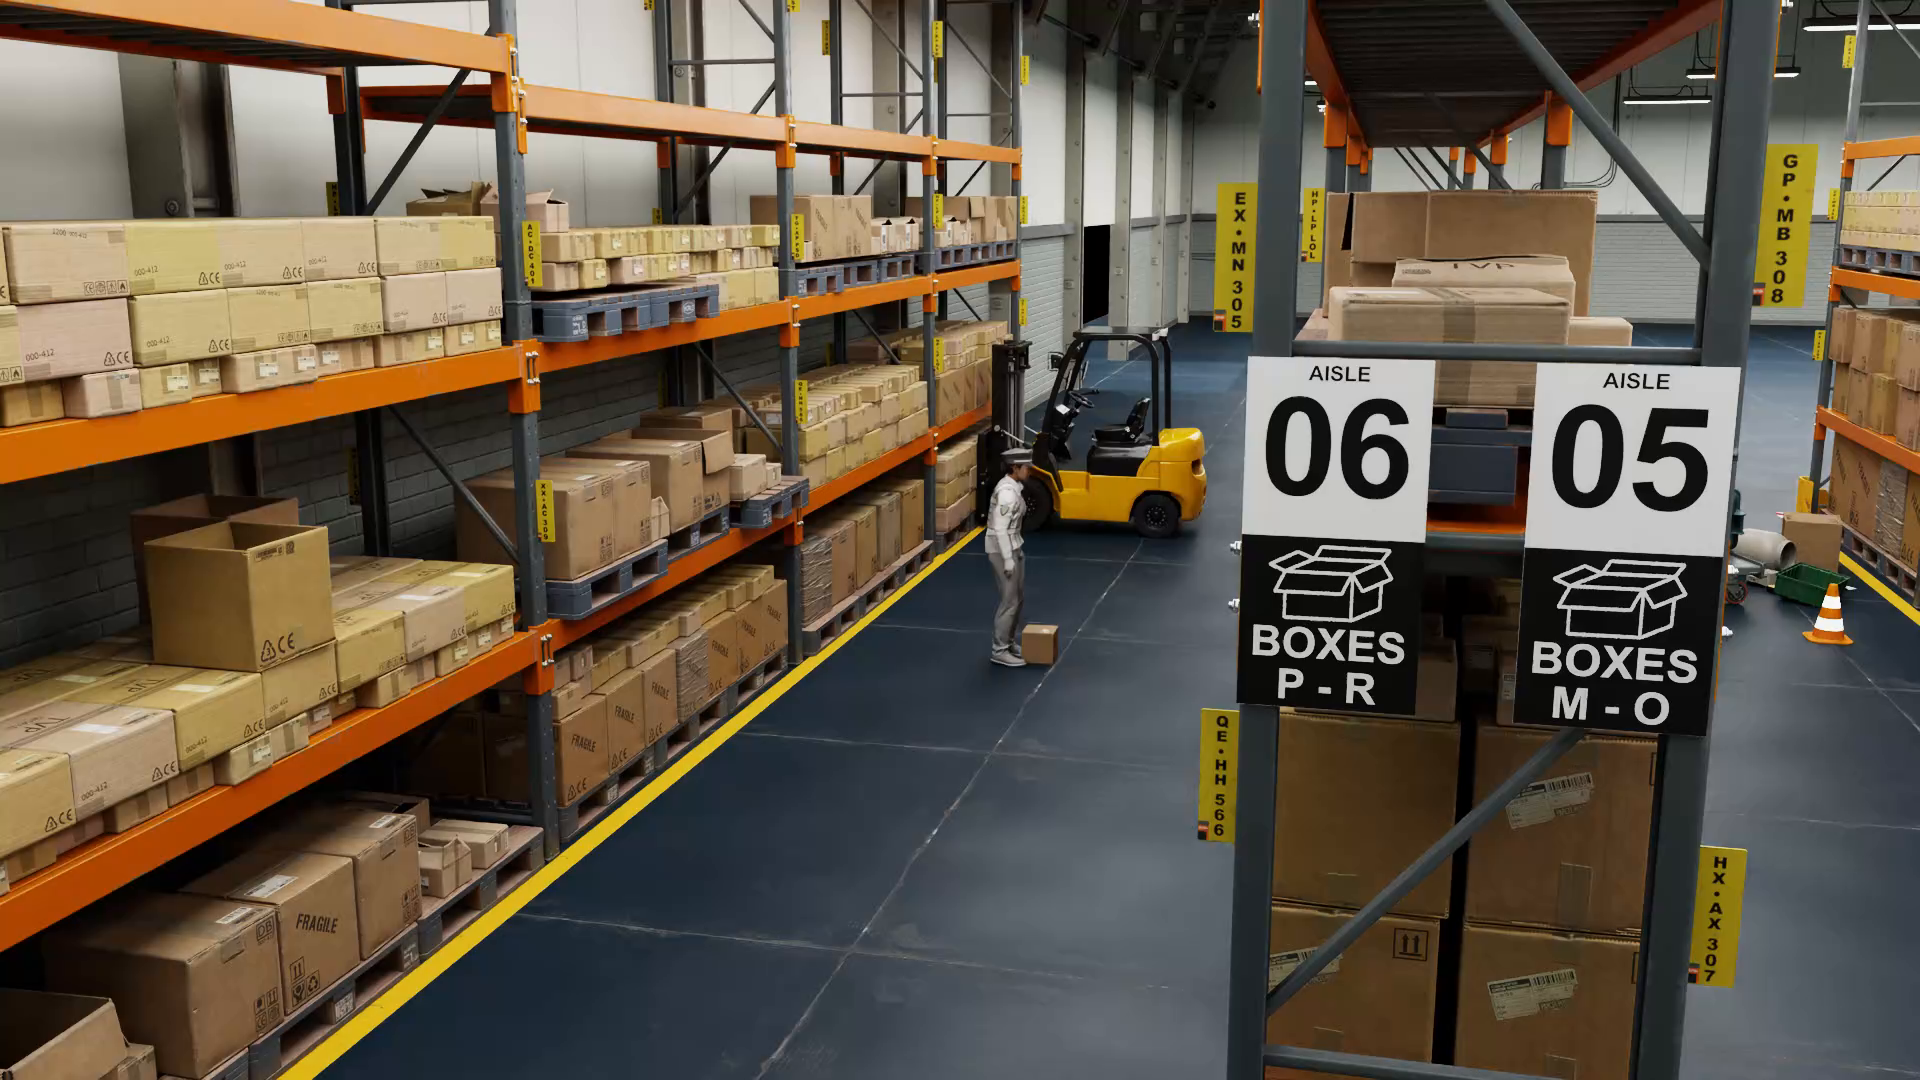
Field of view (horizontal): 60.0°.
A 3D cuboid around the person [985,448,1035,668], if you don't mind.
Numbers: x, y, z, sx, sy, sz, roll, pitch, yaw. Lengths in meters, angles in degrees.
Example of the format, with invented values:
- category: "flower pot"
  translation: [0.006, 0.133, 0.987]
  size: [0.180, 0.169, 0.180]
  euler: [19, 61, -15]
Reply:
- category: "person"
  translation: [0.386, 0.116, 12.882]
  size: [0.373, 1.660, 0.524]
  euler: [2, 12, 11]
